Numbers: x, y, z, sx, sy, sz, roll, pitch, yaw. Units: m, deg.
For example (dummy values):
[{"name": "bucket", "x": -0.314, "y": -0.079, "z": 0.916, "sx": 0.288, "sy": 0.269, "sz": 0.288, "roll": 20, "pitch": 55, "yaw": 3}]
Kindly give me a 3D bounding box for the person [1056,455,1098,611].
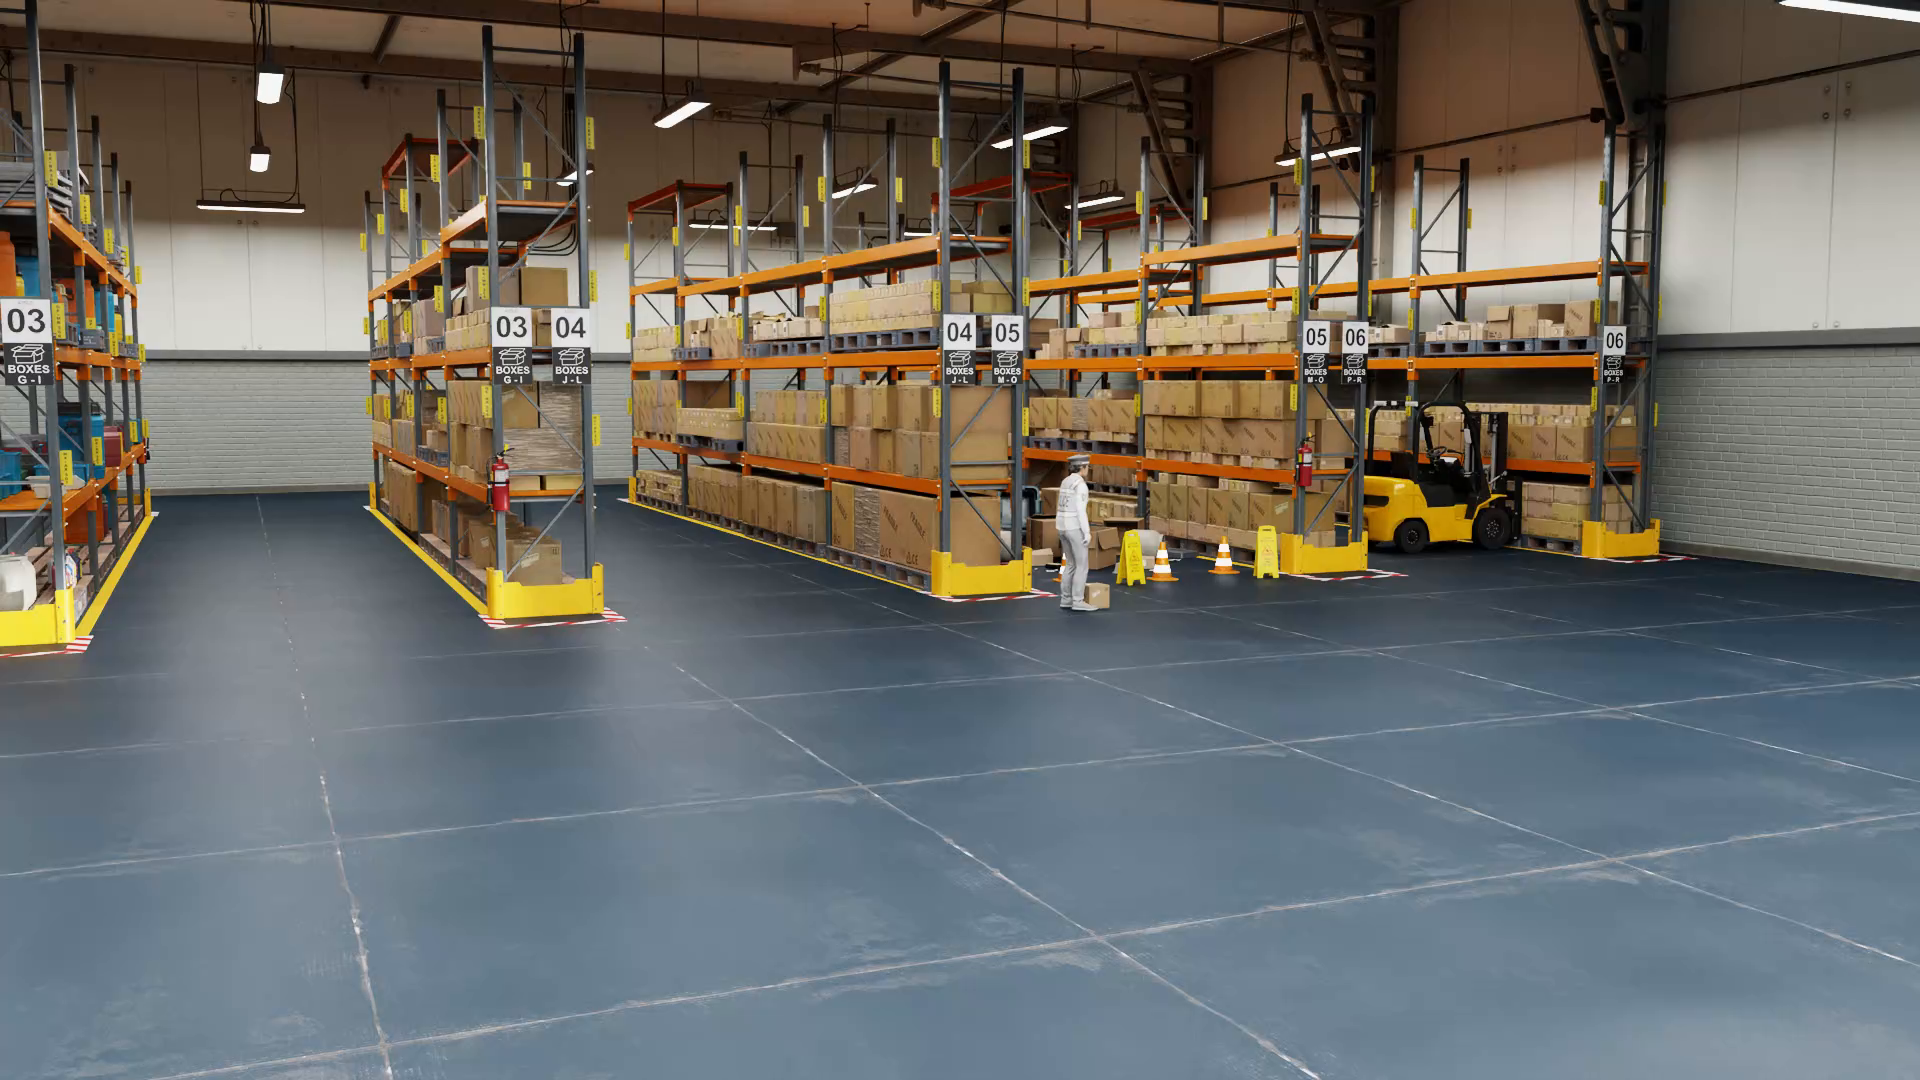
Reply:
[{"name": "person", "x": 1.237, "y": -0.085, "z": 17.877, "sx": 0.375, "sy": 1.662, "sz": 0.528, "roll": -2, "pitch": 6, "yaw": -24}]
